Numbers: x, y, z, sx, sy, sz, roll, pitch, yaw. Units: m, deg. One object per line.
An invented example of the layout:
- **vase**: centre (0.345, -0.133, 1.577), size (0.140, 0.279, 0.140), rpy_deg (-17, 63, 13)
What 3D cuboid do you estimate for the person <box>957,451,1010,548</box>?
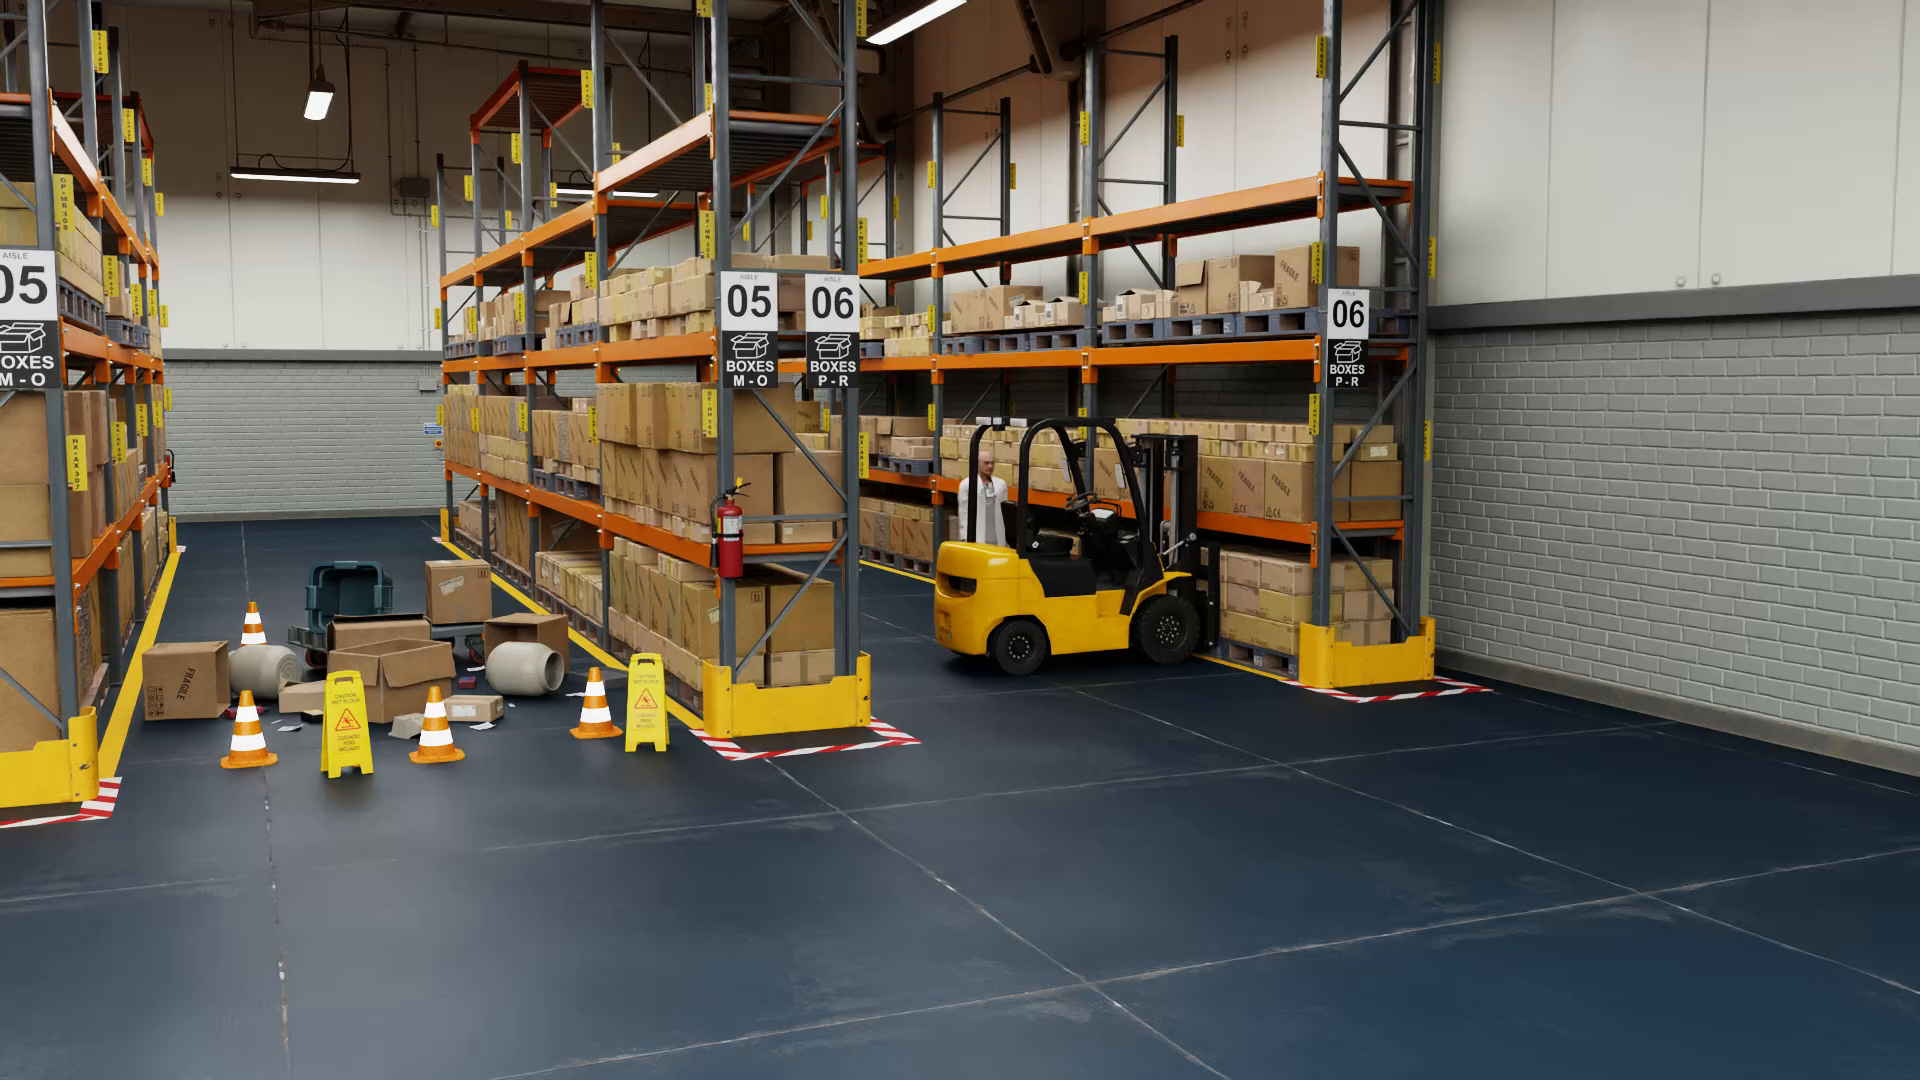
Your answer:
- **person**: centre (0.264, 0.014, 16.668), size (0.563, 1.804, 0.474), rpy_deg (-2, 6, -22)
